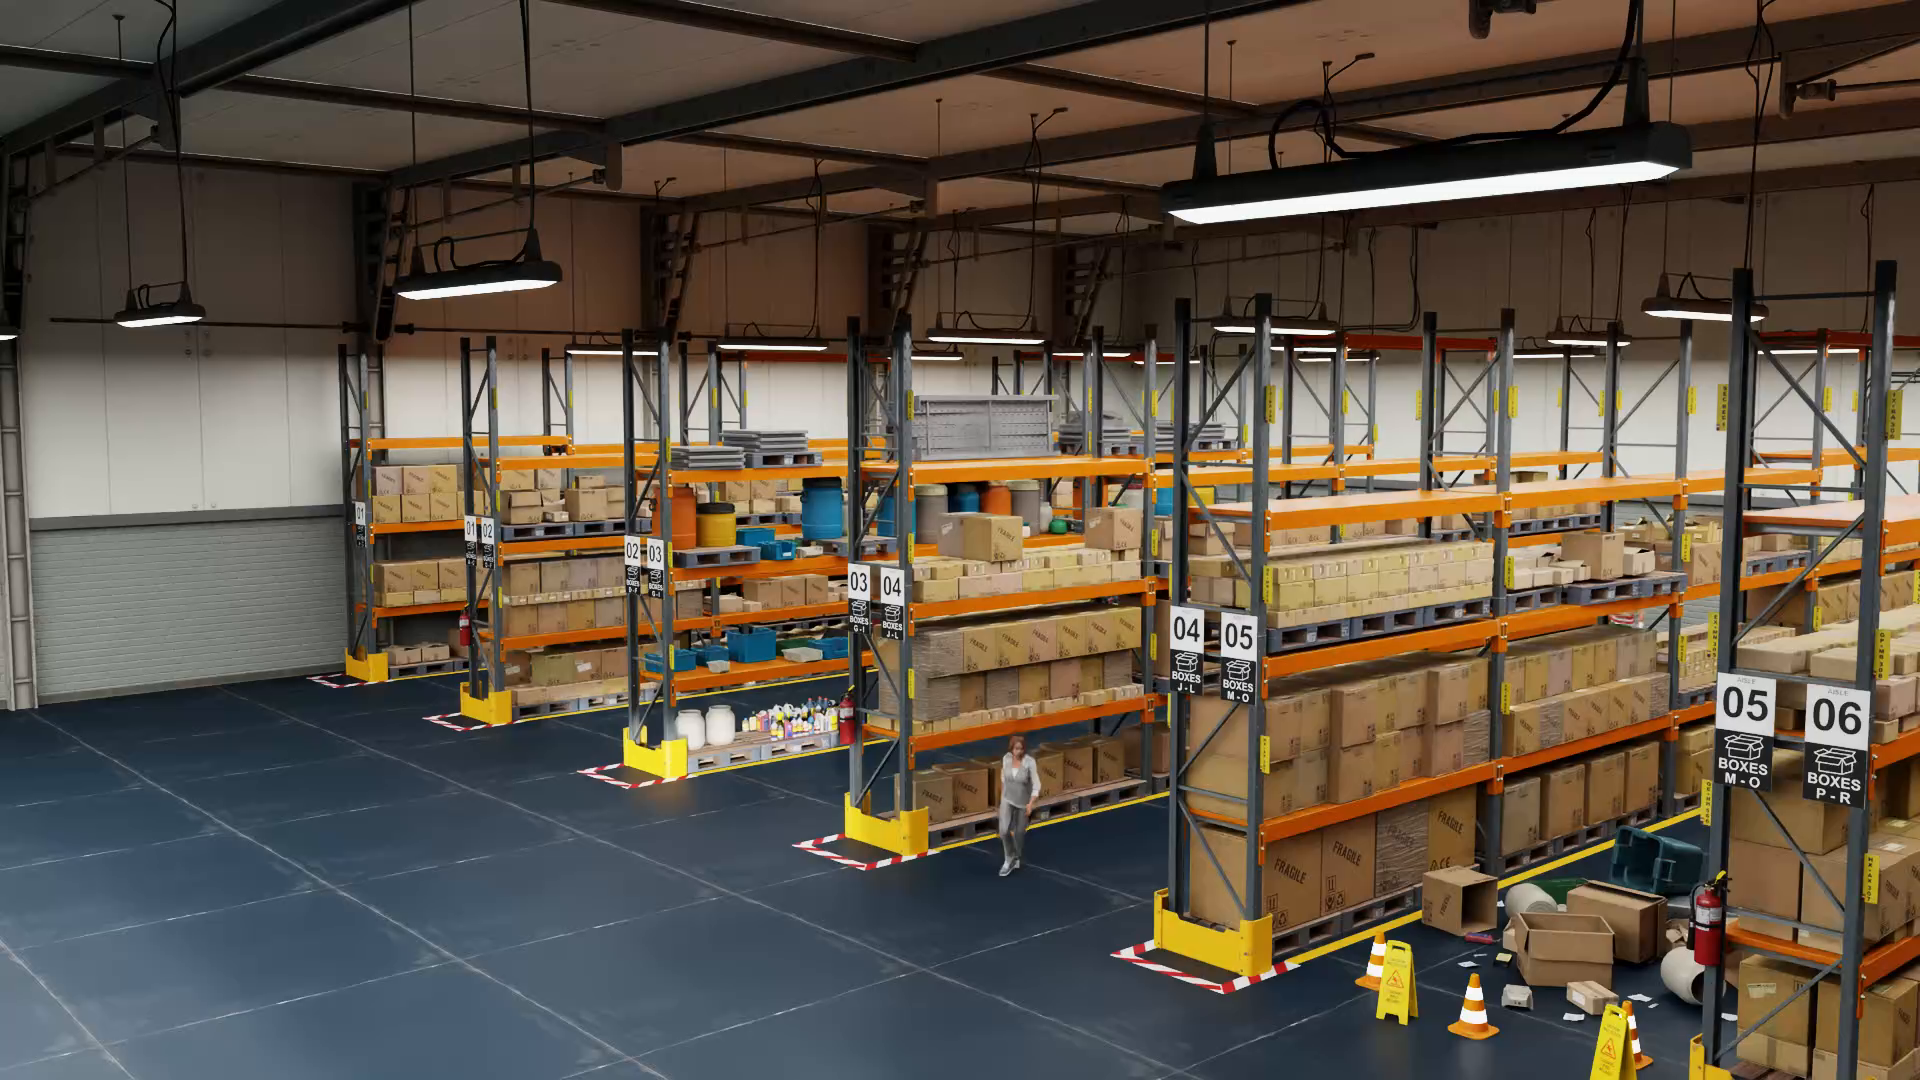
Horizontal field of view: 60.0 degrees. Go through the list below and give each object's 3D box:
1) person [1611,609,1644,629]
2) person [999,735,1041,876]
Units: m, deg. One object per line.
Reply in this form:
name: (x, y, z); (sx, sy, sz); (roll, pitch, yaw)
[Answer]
person: (12.156, 1.571, 30.519); (0.697, 1.758, 0.625); (1, 5, 13)
person: (0.640, 2.800, 17.693); (0.467, 1.527, 0.779); (1, 5, 8)
